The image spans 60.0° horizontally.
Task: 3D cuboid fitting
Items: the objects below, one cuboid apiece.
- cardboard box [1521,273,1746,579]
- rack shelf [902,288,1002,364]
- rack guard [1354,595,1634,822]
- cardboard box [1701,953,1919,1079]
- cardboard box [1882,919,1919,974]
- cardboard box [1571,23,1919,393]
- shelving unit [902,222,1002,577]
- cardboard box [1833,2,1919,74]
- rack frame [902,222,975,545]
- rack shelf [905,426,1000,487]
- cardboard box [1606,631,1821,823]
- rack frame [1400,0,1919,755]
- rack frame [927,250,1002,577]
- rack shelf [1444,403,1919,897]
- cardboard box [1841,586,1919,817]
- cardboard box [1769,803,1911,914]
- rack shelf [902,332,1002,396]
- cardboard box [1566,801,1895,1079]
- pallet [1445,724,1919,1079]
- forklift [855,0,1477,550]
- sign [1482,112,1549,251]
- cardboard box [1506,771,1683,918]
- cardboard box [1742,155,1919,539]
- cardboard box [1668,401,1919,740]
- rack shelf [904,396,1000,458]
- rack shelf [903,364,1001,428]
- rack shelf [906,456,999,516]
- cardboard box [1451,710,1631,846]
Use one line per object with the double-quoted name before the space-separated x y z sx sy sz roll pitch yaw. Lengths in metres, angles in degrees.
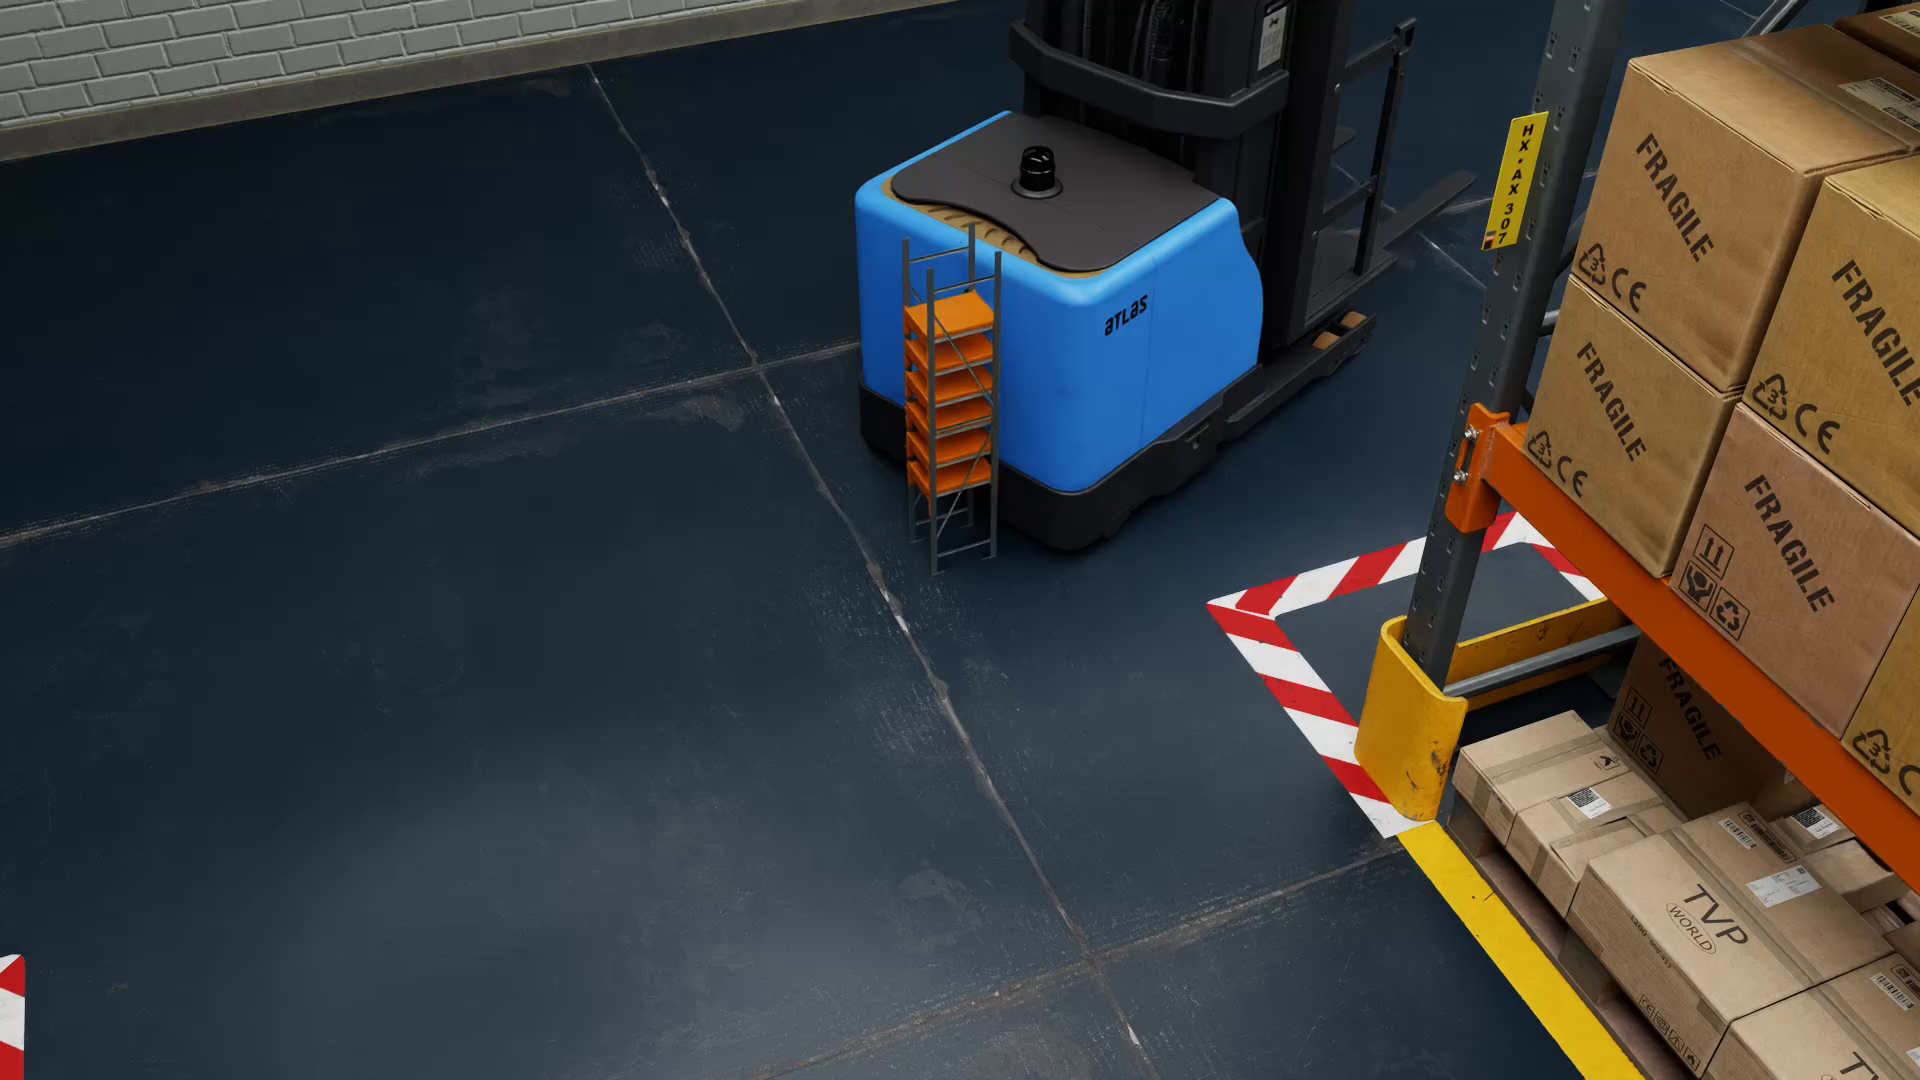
"cardboard box" 1.668 -0.310 3.733 0.500 0.500 0.500 -14 43 -16
"rack shelf" -0.025 -0.658 5.111 0.258 0.103 0.180 -17 43 -18
"rack guard" 1.771 0.388 4.915 1.175 0.500 0.348 -15 43 -17
"cardboard box" 2.070 1.271 3.742 0.500 0.250 0.500 -15 43 -17
"cardboard box" 2.513 1.117 3.922 0.500 0.250 0.500 -15 43 -17
"cardboard box" 1.668 -0.689 3.407 0.500 0.500 0.500 -14 43 -16
"shelving unit" -0.025 -0.419 5.317 0.258 1.200 0.189 -17 43 -18
"cardboard box" 2.166 -0.823 3.562 0.500 0.500 0.500 -15 43 -17
"rack frame" -0.063 -0.473 5.380 0.240 1.200 0.006 -17 43 -18
"rack shelf" -0.025 -0.294 5.424 0.258 0.103 0.180 -17 43 -18
"cardboard box" 2.177 0.442 4.515 0.500 0.500 0.500 -15 43 -17
"rack frame" 1.742 -0.605 4.153 1.000 3.000 0.127 -15 43 -17
"rack frame" 0.013 -0.365 5.254 0.240 1.200 0.006 -17 43 -18
"rack shelf" 2.507 0.873 2.987 1.077 0.370 4.000 -15 43 -17
"cardboard box" 2.059 0.303 3.021 0.500 0.500 0.500 -15 43 -17
"cardboard box" 2.249 0.835 4.314 0.380 0.166 0.250 -15 43 -17
"rack shelf" -0.025 -0.567 5.190 0.258 0.103 0.180 -17 43 -18
"cardboard box" 1.879 0.970 4.093 0.500 0.250 0.500 -15 43 -17
"pallet" 2.077 0.978 4.451 1.003 0.211 1.213 -15 43 -17
"forklift" 0.998 -1.956 5.776 1.130 2.935 3.031 31 49 31
"sign" 1.240 -0.798 3.713 0.100 0.325 0.005 -15 43 -17
"cardboard box" 1.680 0.791 4.365 0.380 0.166 0.250 -15 43 -17
"cardboard box" 1.875 -0.376 3.043 0.500 0.500 0.500 -15 43 -16
"cardboard box" 1.870 0.000 3.373 0.500 0.500 0.500 -16 43 -17
"rack shelf" -0.025 -0.385 5.346 0.258 0.103 0.180 -17 43 -18
"rack shelf" -0.025 -0.476 5.268 0.258 0.103 0.180 -17 43 -18
"rack shelf" -0.025 -0.203 5.503 0.258 0.103 0.180 -17 43 -18
"cardboard box" 1.584 0.647 4.546 0.380 0.149 0.250 -15 43 -17
